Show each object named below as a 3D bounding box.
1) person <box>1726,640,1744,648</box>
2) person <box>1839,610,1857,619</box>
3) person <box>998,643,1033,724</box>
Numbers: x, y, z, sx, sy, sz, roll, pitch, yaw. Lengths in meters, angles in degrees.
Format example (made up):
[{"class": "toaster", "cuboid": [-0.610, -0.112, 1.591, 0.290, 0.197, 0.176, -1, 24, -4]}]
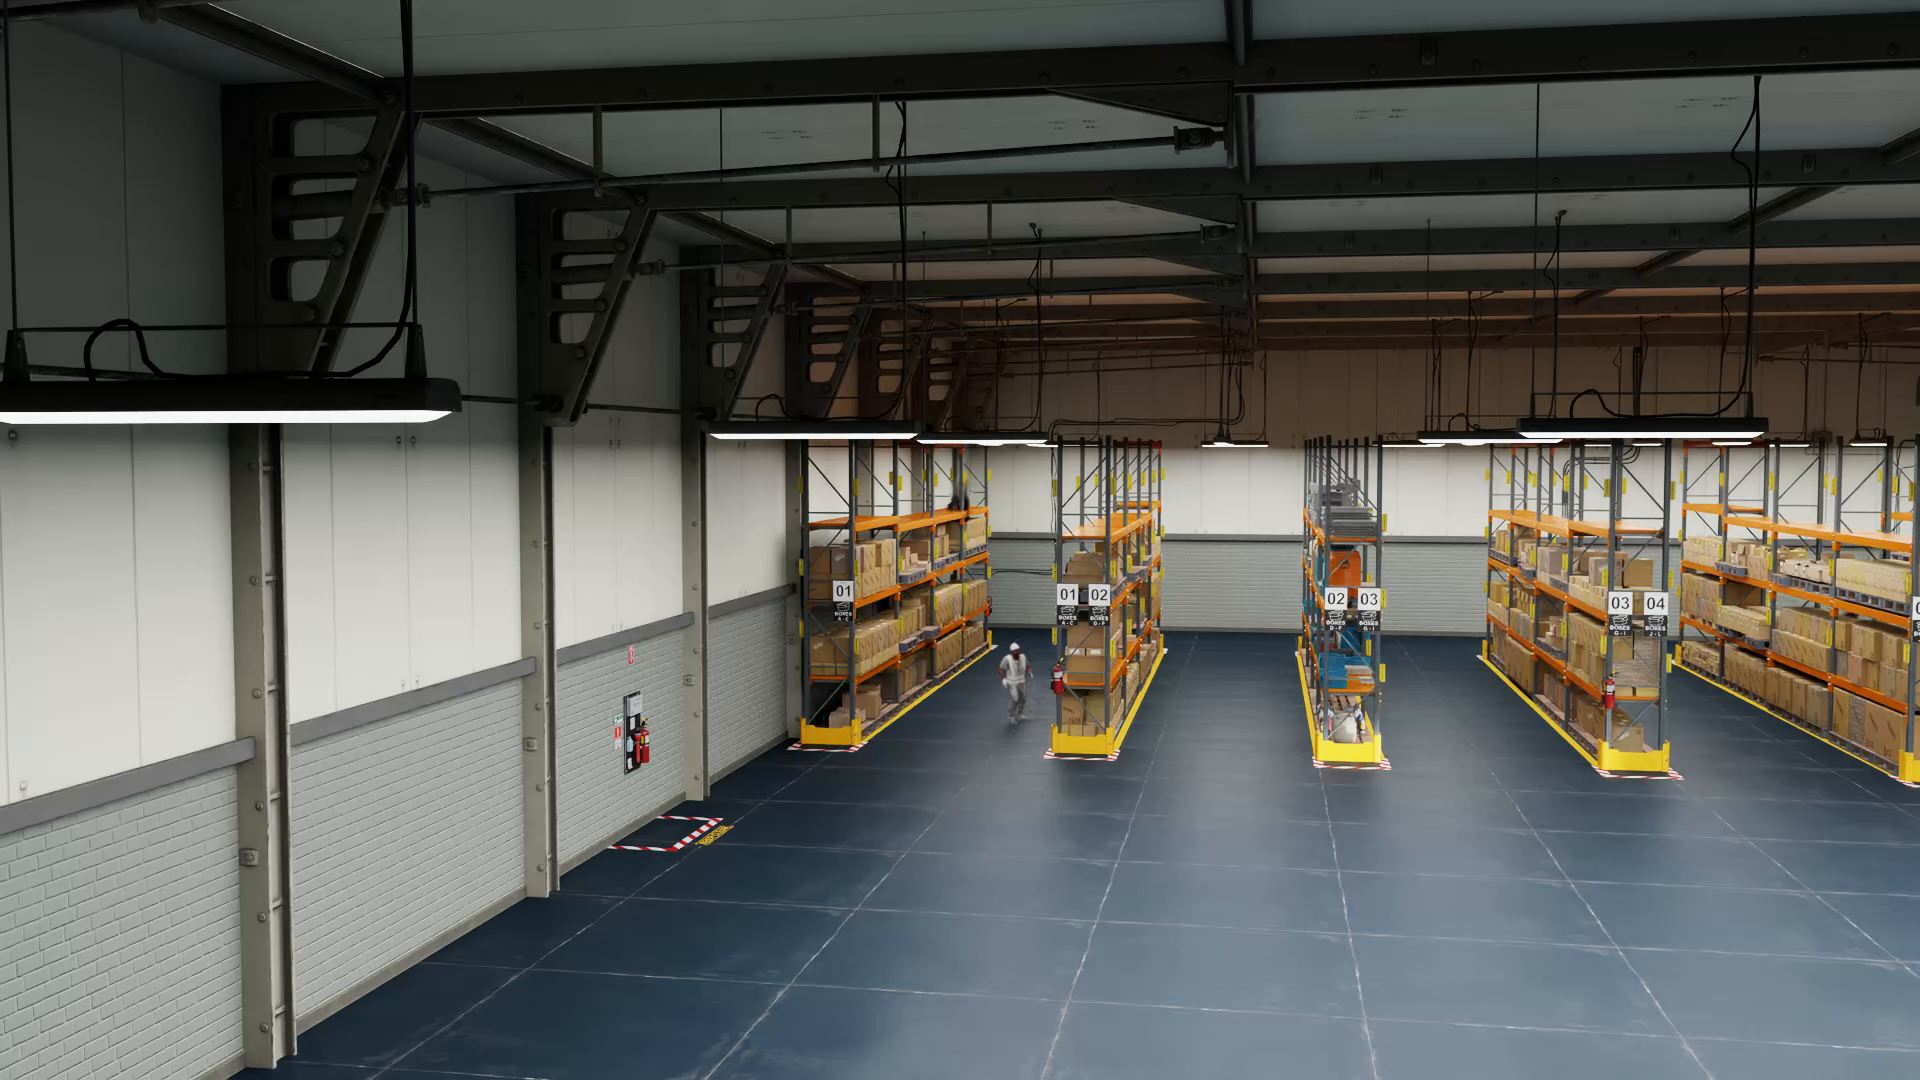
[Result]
[{"class": "person", "cuboid": [20.856, 2.419, 45.126, 0.734, 1.734, 0.875, -3, 4, -44]}, {"class": "person", "cuboid": [25.200, 2.297, 47.180, 0.795, 1.812, 0.669, 0, 3, -6]}, {"class": "person", "cuboid": [1.201, 3.005, 34.923, 0.700, 1.717, 0.756, -2, 4, -28]}]
